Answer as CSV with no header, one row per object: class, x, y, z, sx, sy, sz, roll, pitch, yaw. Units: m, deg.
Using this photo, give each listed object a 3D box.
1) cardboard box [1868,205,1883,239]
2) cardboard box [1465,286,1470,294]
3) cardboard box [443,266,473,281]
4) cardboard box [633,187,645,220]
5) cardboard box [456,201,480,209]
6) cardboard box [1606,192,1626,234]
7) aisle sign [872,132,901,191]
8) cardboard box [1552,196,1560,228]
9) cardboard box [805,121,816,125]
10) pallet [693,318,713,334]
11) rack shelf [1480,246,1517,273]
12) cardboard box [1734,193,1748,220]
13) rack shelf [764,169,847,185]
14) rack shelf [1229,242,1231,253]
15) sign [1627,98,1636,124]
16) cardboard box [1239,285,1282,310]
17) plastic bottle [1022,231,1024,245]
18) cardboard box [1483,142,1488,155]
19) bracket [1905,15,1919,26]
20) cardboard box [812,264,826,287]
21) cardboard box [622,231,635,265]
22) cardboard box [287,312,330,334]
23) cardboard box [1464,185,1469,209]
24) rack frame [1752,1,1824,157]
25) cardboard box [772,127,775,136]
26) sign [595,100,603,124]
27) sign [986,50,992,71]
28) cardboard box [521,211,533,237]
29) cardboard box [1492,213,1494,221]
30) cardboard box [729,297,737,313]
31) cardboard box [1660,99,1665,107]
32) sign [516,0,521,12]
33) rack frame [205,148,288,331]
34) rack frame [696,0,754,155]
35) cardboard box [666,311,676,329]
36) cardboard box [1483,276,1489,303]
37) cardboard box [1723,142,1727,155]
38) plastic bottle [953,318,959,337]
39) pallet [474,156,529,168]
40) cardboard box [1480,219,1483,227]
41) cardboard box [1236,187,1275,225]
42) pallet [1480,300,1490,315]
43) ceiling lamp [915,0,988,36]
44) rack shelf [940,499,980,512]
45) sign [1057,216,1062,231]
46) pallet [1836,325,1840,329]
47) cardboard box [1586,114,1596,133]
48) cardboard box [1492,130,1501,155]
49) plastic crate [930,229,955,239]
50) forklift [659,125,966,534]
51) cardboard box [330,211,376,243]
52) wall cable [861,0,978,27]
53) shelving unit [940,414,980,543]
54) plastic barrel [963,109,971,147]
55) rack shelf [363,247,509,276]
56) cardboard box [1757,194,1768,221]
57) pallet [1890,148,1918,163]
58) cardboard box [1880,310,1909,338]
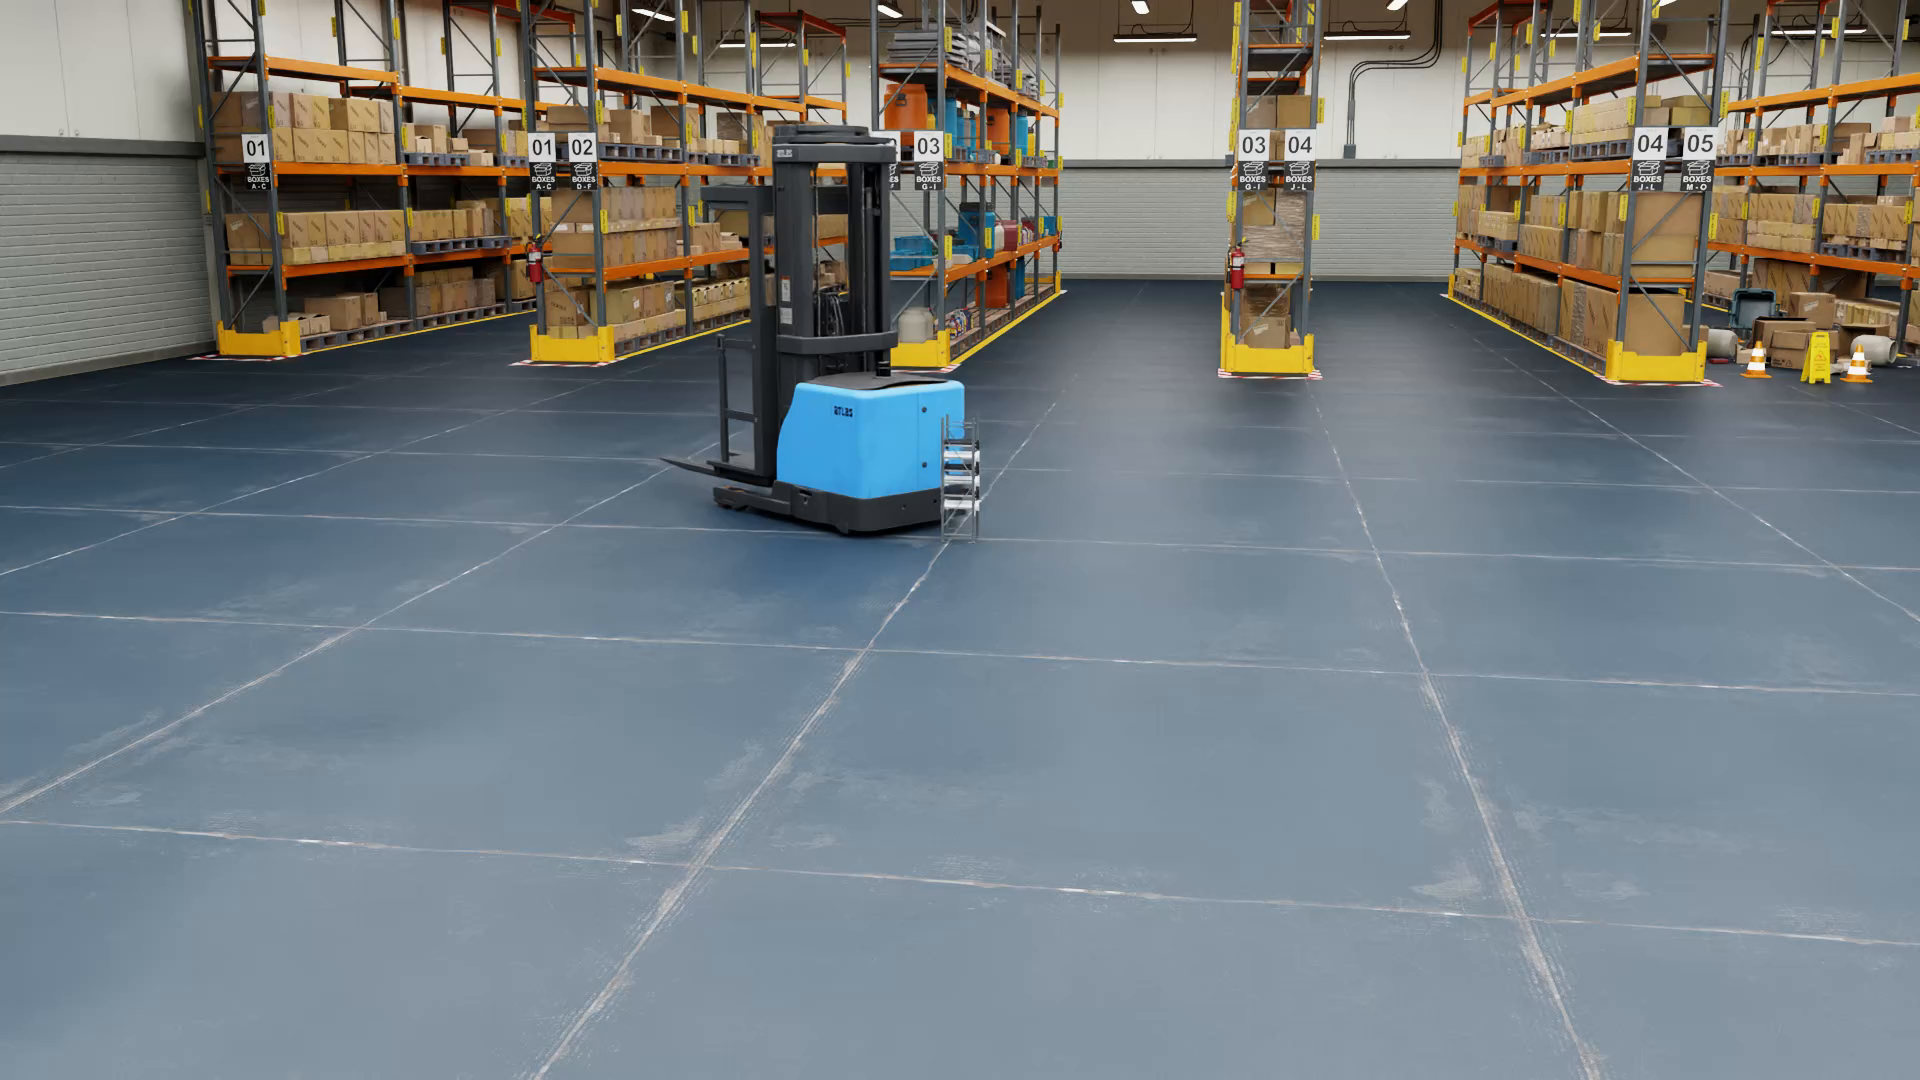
cardboard box,14.602,-4.980,26.039,0.500,0.500,0.500,2,12,11
cardboard box,10.915,-5.294,35.207,0.380,0.149,0.250,2,12,9
cardboard box,-9.472,-4.993,31.149,0.500,0.250,0.500,2,12,10
cardboard box,-5.276,-5.186,25.620,0.700,0.500,0.500,2,12,9
cardboard box,-9.321,-6.342,31.480,0.380,0.149,0.250,0,12,-1
cardboard box,9.164,-4.367,22.219,0.875,0.550,0.550,2,12,9
aisle sign,-1.009,-5.180,22.740,0.394,0.787,0.004,2,12,9
cardboard box,9.916,-5.259,26.664,0.700,0.500,0.500,2,12,9
cardboard box,-3.498,-8.780,35.883,0.700,0.500,0.500,2,12,9
pallet,-4.908,-3.700,28.662,1.003,0.211,1.213,2,12,9
rack shelf,10.613,-5.303,31.186,1.077,0.370,4.000,2,12,9
cardboard box,15.627,-6.576,32.777,0.500,0.500,0.500,2,12,8
rack shelf,-3.445,-8.105,37.070,1.077,0.370,4.000,2,12,9
rack shelf,5.728,-5.484,32.029,1.077,0.370,4.000,2,12,9
sign,8.541,-5.454,21.145,0.100,0.325,0.005,2,12,9
cardboard box,5.337,-4.273,29.588,0.700,0.500,0.500,1,12,6
plastic bottle,1.220,-5.956,32.788,0.061,0.283,0.133,2,12,9
cardboard box,10.741,-7.812,33.173,0.500,0.250,0.500,1,12,6
bracket,22.731,-12.419,39.717,0.235,0.232,0.430,2,12,9
cardboard box,-3.468,-5.960,37.410,0.797,0.503,0.637,2,12,9
cardboard box,-5.355,-4.434,25.212,0.700,0.500,0.500,2,12,9
cardboard box,-10.210,-3.396,25.971,0.500,0.311,0.500,3,13,13
cardboard box,11.031,-7.289,35.377,0.500,0.500,0.500,2,12,7
rack frame,15.828,-8.864,31.763,1.000,3.000,0.127,2,12,9
cardboard box,-3.983,-8.101,33.872,0.600,0.600,0.600,2,12,8
sign,-5.050,-5.989,23.281,0.100,0.325,0.005,2,12,9
sign,0.453,-7.558,26.199,0.100,0.325,0.005,2,12,9
cardboard box,-8.845,-6.307,33.147,0.500,0.500,0.500,2,12,11
cardboard box,10.170,-6.051,31.140,0.380,0.149,0.250,2,12,10
cardboard box,-4.363,-4.273,30.231,0.500,0.250,0.500,2,12,10
cardboard box,9.598,-5.831,22.279,0.380,0.149,0.250,2,12,8
sign,-6.132,-7.525,23.144,0.100,0.325,0.005,2,12,9
rack frame,-10.493,-4.236,24.528,1.000,3.000,0.127,2,12,9
rack frame,-4.367,-8.674,30.882,1.000,3.000,0.127,2,12,9
cardboard box,-4.925,-3.563,26.934,0.500,0.250,0.500,2,12,9
cardboard box,10.545,-4.909,32.587,0.500,0.500,0.500,2,12,11
cardboard box,16.163,-8.131,34.459,0.500,0.311,0.500,2,12,10
plastic bottle,-0.065,-3.235,25.315,0.097,0.271,0.097,0,12,0
pallet,-9.216,-7.411,32.589,1.213,0.211,1.003,2,12,11
cardboard box,10.368,-6.177,32.431,0.380,0.149,0.250,2,12,8
cardboard box,4.030,-4.560,22.715,0.500,0.500,0.500,2,12,9
pallet,10.803,-4.545,32.583,1.003,0.211,1.213,2,12,9
ceiling lamp,-0.253,-13.670,40.208,2.000,3.185,0.800,2,12,9
rack shelf,0.001,-0.233,11.951,0.258,0.077,0.200,2,12,9
sign,2.303,-7.311,38.409,0.100,0.325,0.005,2,12,9
pallet,14.901,-3.320,26.896,1.003,0.211,1.213,2,12,9
cardboard box,9.186,-5.895,23.523,0.500,0.250,0.500,2,12,8
cardboard box,10.754,-7.716,32.322,0.700,0.500,0.500,2,12,9
plastic crate,-0.317,-4.889,27.409,0.402,0.464,0.583,2,12,9
forklift,-1.309,-1.725,13.039,1.130,2.935,3.031,-11,16,-41
cardboard box,-9.804,-5.055,26.856,0.500,0.500,0.500,2,12,7
wall cable,-1.078,-14.651,43.204,3.097,2.526,0.112,2,12,9
shelving unit,0.001,-0.442,11.906,0.258,0.900,0.210,2,12,9
plastic barrel,-0.124,-6.708,27.689,0.600,0.901,0.600,0,12,0
rack shelf,-9.570,-5.133,30.399,1.077,0.370,4.000,2,12,9
cardboard box,15.425,-6.280,31.402,0.500,0.500,0.500,2,12,8
pallet,14.798,-5.765,24.952,1.213,0.211,1.003,2,12,9
cardboard box,14.676,-3.296,25.407,0.950,0.372,0.625,2,12,9
